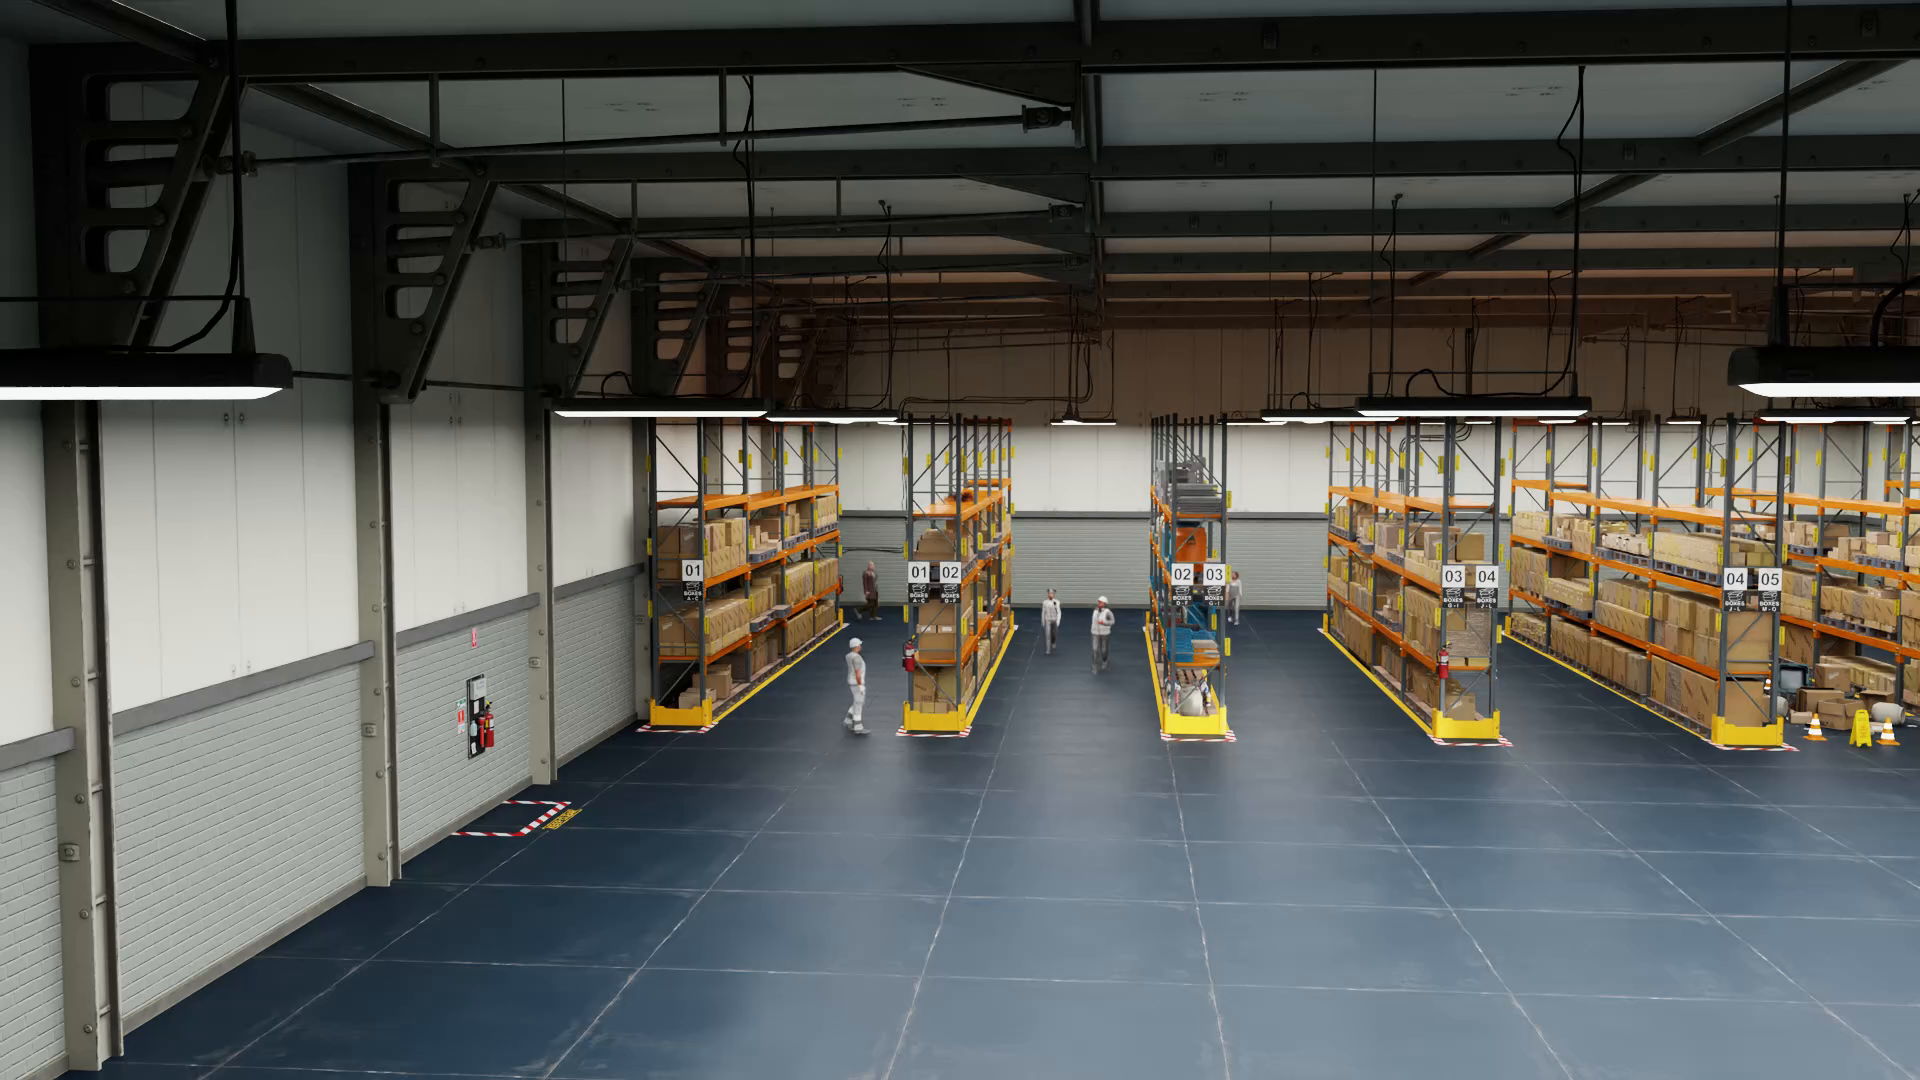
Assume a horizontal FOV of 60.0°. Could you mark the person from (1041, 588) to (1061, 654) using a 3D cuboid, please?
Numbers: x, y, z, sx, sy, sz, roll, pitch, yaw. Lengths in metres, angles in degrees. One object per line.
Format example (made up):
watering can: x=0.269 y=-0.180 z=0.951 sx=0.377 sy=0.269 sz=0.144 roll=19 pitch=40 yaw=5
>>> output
person: x=2.324 y=2.046 z=42.378 sx=0.495 sy=1.640 sz=0.956 roll=0 pitch=4 yaw=-1

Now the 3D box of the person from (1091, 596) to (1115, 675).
person: x=3.353 y=2.226 z=38.964 sx=0.562 sy=1.810 sz=0.829 roll=1 pitch=4 yaw=9

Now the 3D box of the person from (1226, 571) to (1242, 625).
person: x=7.976 y=1.677 z=48.431 sx=0.464 sy=1.552 sz=0.955 roll=0 pitch=4 yaw=3

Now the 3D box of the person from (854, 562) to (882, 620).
person: x=-2.719 y=1.514 z=49.356 sx=0.783 sy=1.746 sz=0.603 roll=1 pitch=4 yaw=11

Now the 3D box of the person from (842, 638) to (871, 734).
person: x=-1.943 y=2.729 z=31.263 sx=0.496 sy=1.795 sz=0.627 roll=-1 pitch=4 yaw=-12
